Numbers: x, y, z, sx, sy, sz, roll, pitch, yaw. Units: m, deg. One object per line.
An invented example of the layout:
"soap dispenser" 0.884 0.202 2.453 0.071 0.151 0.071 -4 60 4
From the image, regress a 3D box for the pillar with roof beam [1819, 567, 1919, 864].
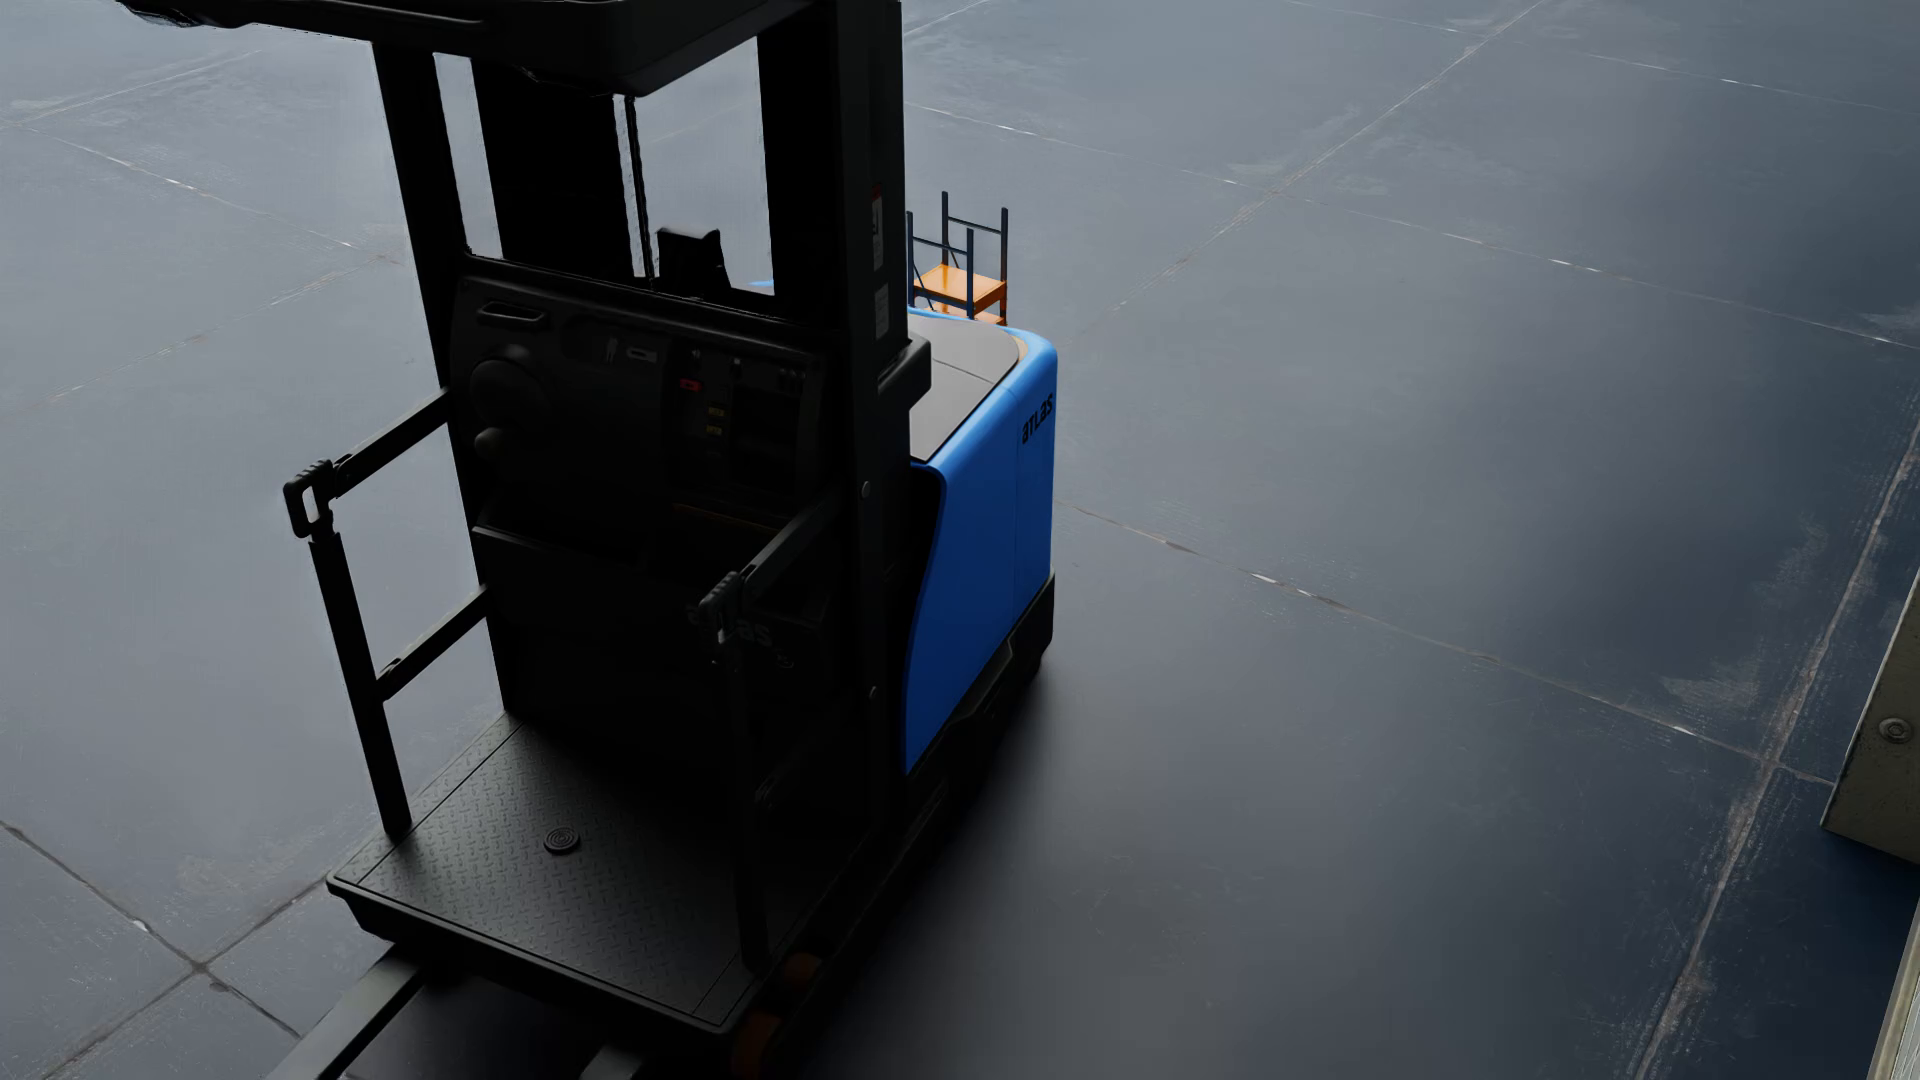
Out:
"pillar with roof beam" -0.971 -4.370 4.079 9.100 9.000 0.400 21 39 28

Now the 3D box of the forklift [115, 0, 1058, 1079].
"forklift" -0.788 -0.247 3.399 1.130 2.935 3.031 14 37 20

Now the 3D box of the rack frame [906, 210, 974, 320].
"rack frame" -0.060 -0.448 5.242 0.240 1.200 0.006 21 39 28

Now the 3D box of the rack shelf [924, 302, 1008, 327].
"rack shelf" -0.008 -0.652 5.195 0.258 0.103 0.180 21 39 28

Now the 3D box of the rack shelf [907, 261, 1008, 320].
"rack shelf" -0.008 -0.752 5.127 0.258 0.103 0.180 21 39 28

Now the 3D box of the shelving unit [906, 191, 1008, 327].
"shelving unit" -0.008 -0.490 5.304 0.258 1.200 0.189 21 39 28

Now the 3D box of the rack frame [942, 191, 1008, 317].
"rack frame" 0.044 -0.532 5.366 0.240 1.200 0.006 21 39 28
